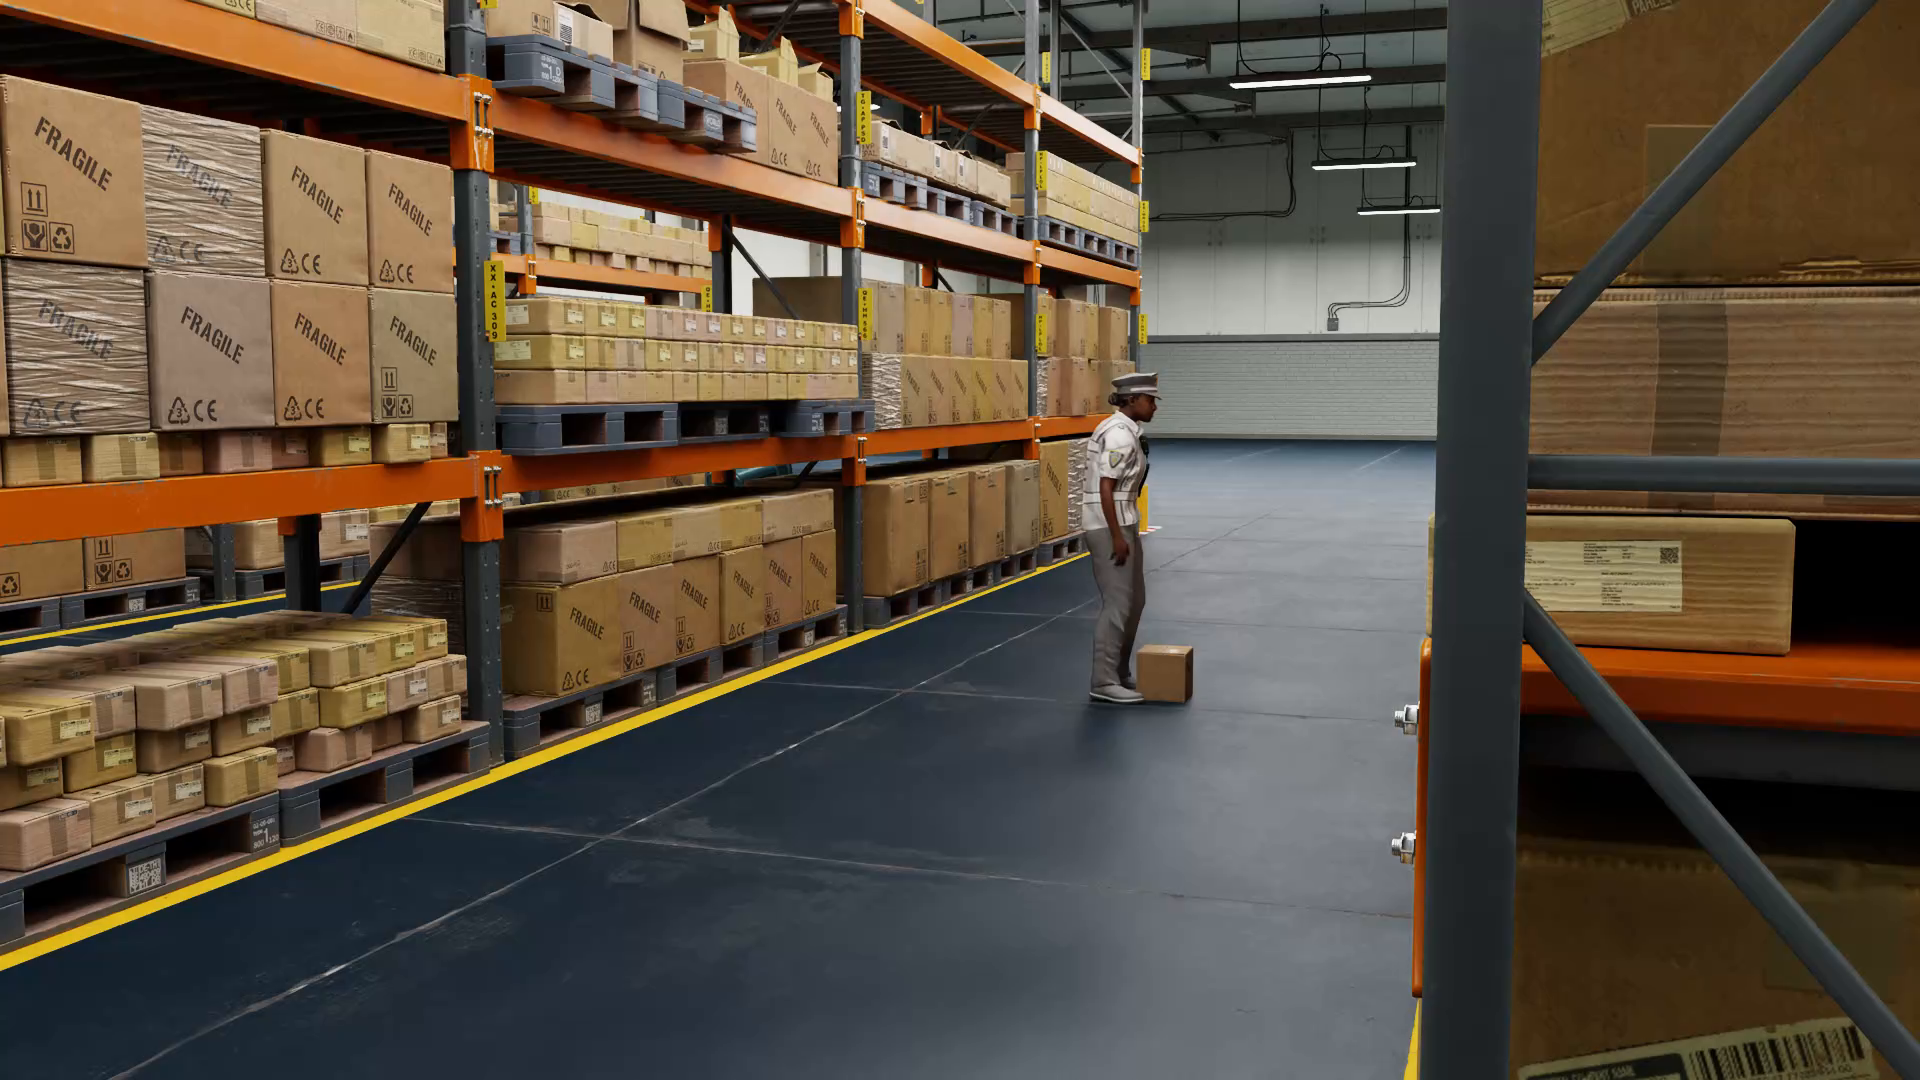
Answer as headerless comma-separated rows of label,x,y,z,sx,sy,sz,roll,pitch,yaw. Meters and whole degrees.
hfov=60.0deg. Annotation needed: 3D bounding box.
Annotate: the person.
person,0.822,-0.025,8.516,0.397,1.659,0.528,1,6,15
